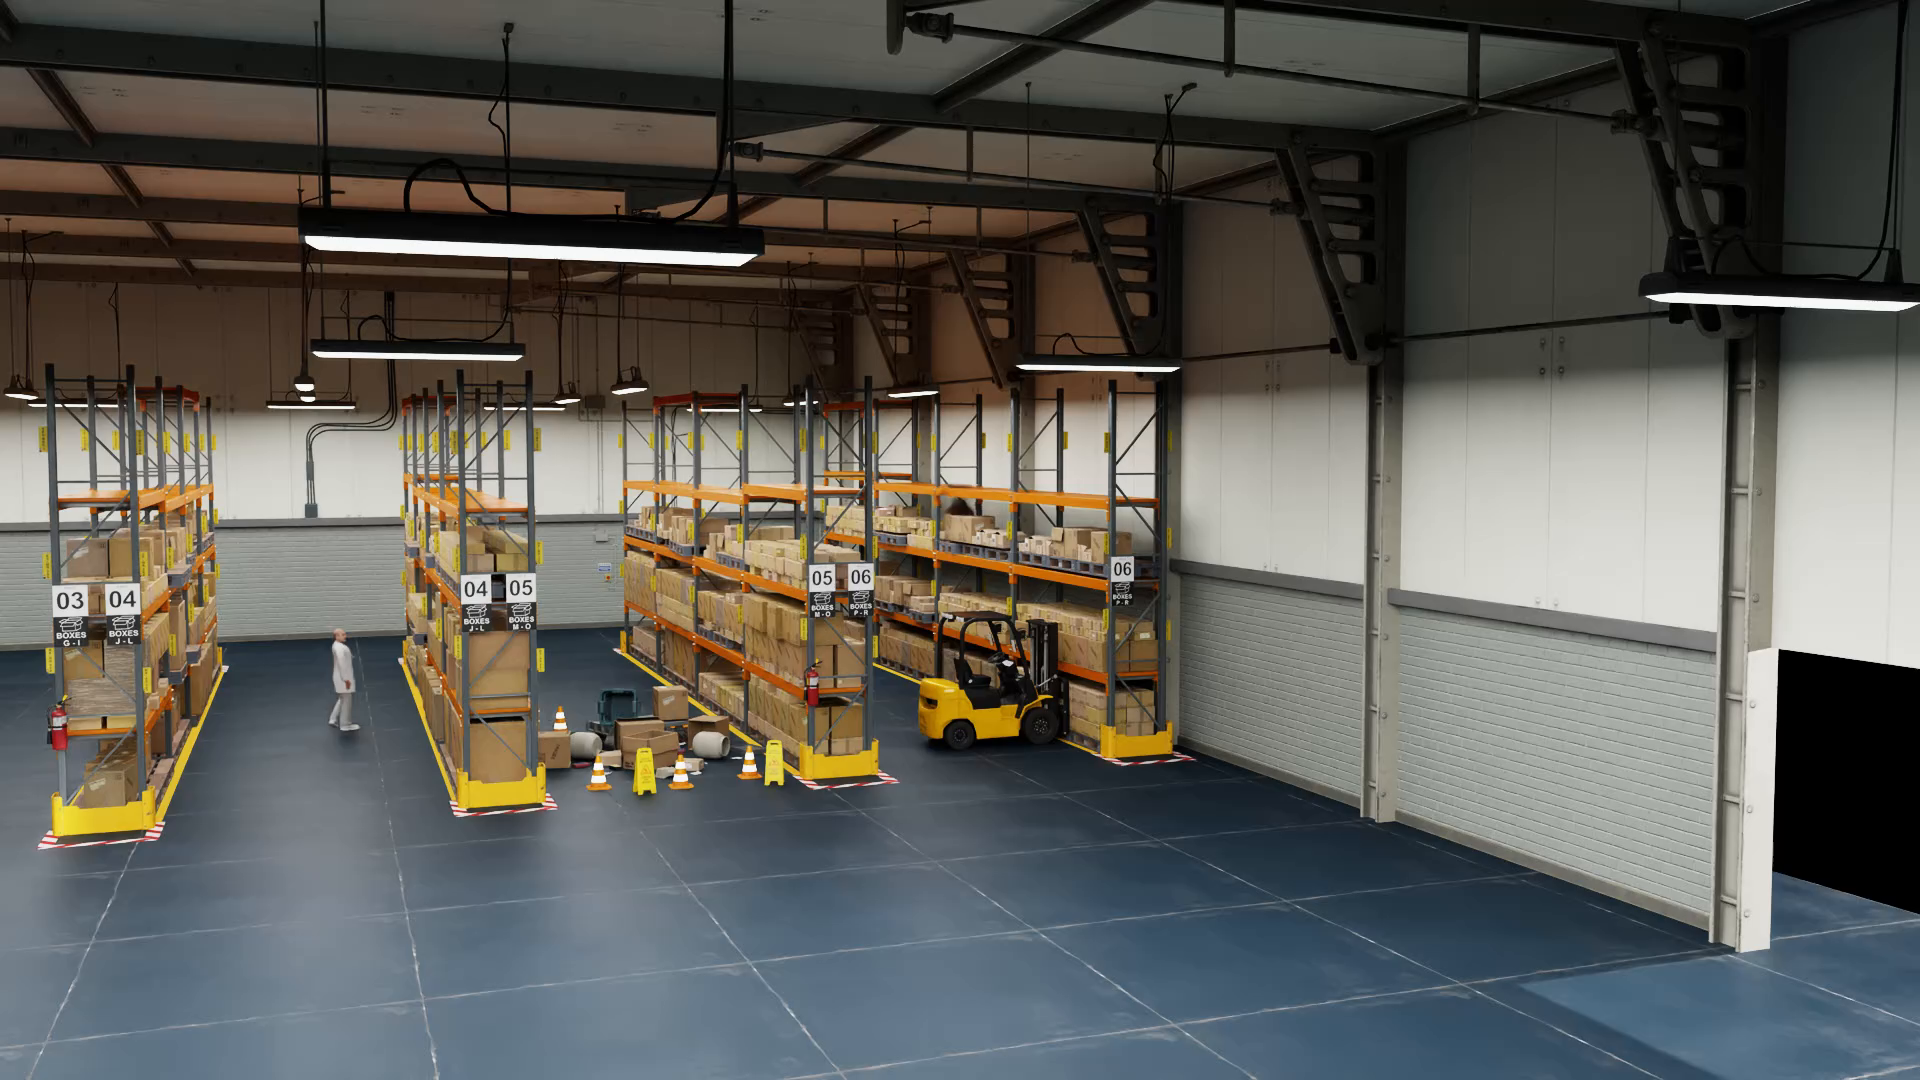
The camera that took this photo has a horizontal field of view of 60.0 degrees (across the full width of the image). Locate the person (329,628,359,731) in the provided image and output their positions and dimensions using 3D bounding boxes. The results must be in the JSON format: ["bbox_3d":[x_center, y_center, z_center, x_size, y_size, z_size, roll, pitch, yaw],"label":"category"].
[{"bbox_3d":[-10.710,2.419,28.899,0.594,1.783,0.505,3,5,44],"label":"person"}]
